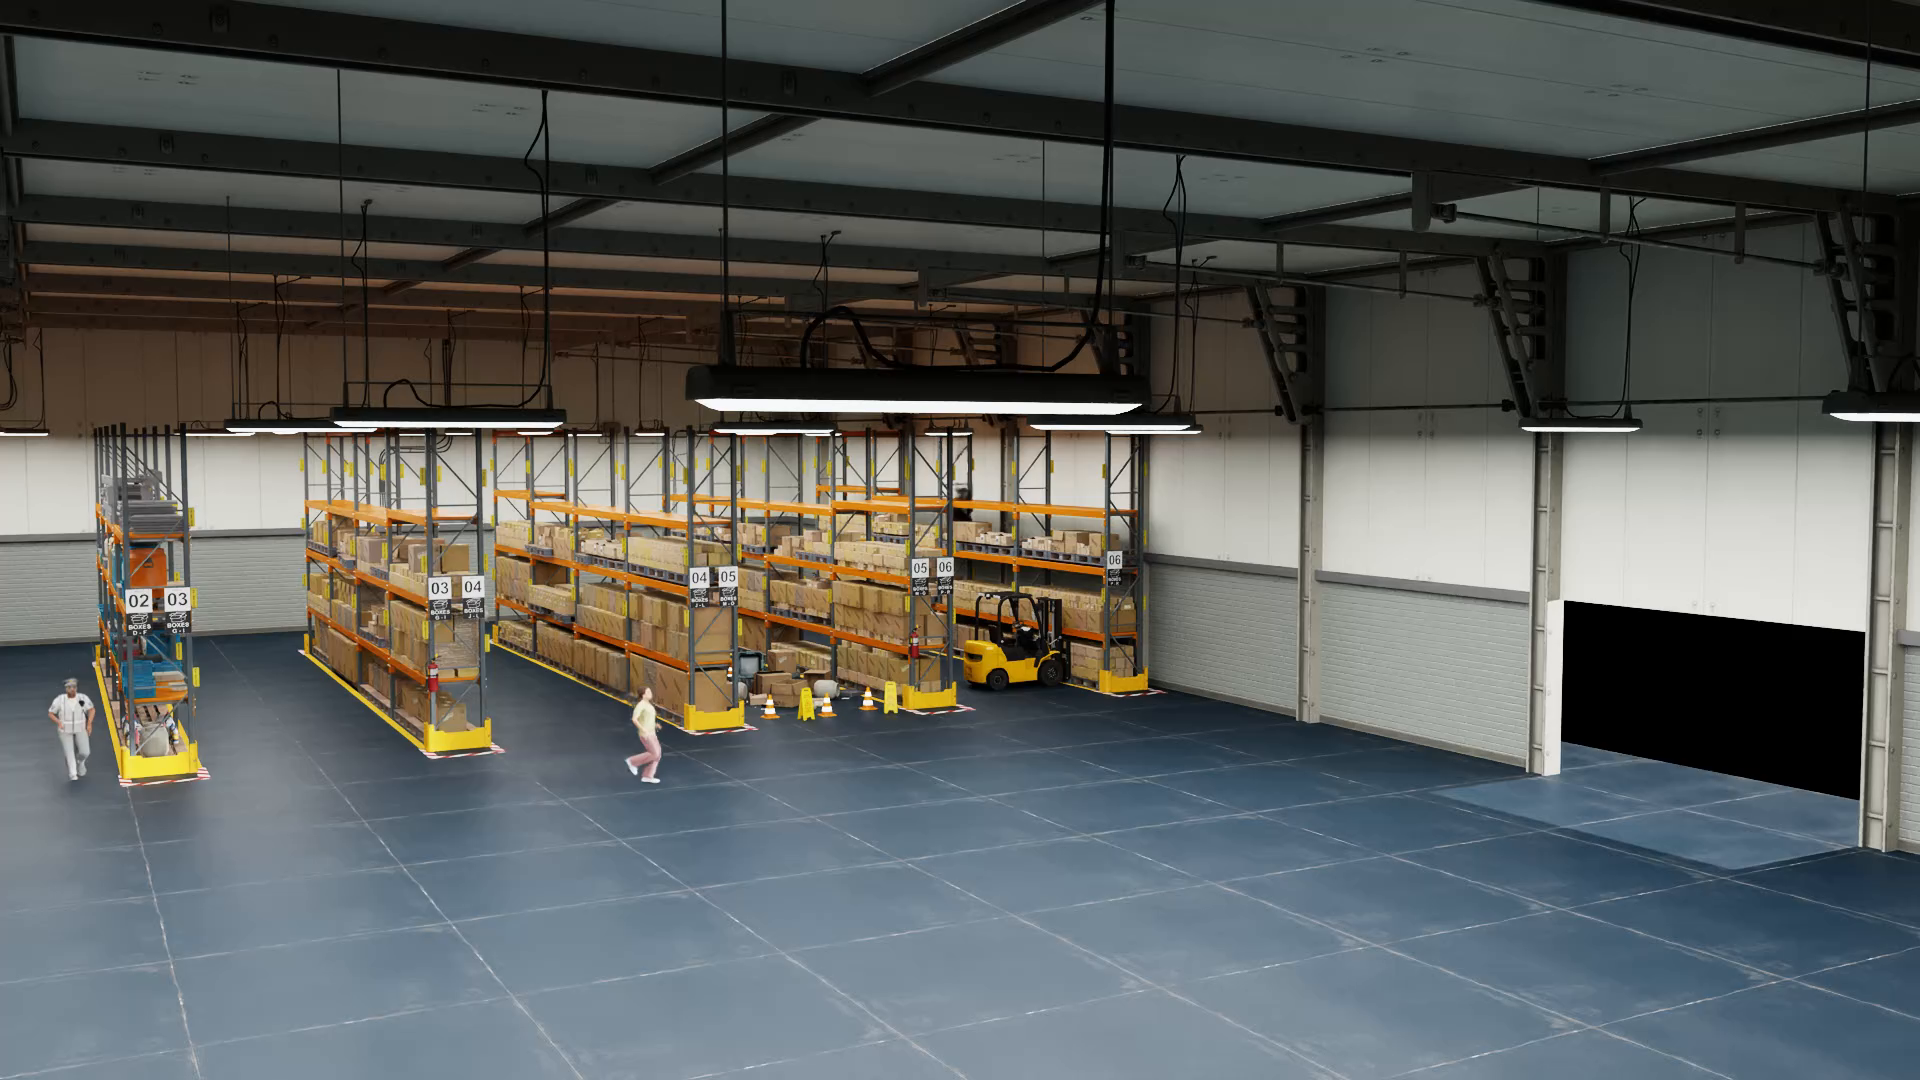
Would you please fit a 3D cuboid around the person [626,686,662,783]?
[{"bbox_3d":[-5.272,3.243,27.753,0.565,1.619,0.589,0,3,5],"label":"person"}]

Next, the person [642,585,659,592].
[{"bbox_3d":[-9.508,1.795,50.448,0.635,1.742,0.714,-2,4,-35],"label":"person"}]

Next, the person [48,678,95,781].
[{"bbox_3d":[-14.833,3.174,27.806,0.702,1.739,0.542,-2,4,-34],"label":"person"}]

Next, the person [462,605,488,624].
[{"bbox_3d":[-12.630,2.244,43.226,0.716,1.741,0.572,-1,4,-19],"label":"person"}]
